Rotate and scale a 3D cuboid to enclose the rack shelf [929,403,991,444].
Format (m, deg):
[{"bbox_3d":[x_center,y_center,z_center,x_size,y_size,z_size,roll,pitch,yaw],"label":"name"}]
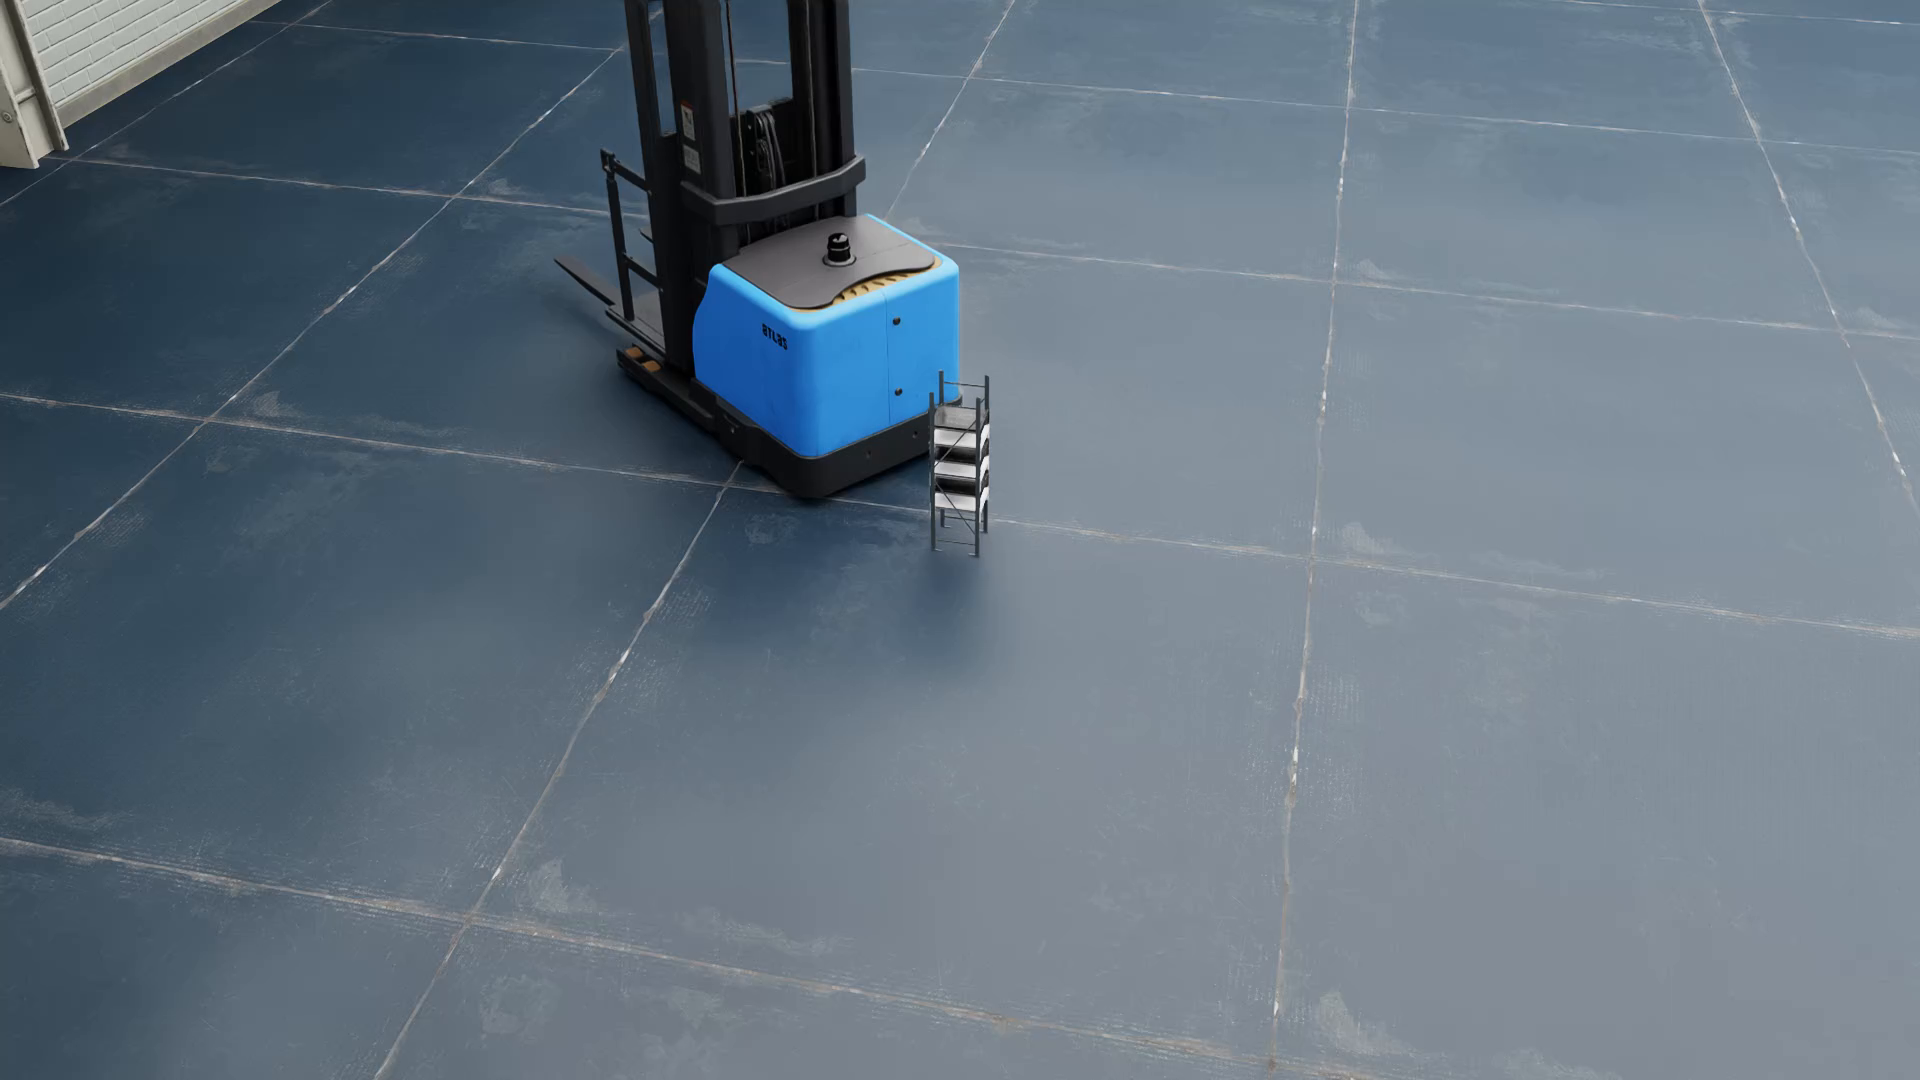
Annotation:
[{"bbox_3d":[-0.002,-0.551,7.841,0.258,0.077,0.200,7,37,10],"label":"rack shelf"}]

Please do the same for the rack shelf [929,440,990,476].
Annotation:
[{"bbox_3d":[-0.002,-0.406,7.946,0.258,0.077,0.200,7,37,10],"label":"rack shelf"}]

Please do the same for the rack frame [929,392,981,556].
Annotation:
[{"bbox_3d":[-0.023,-0.301,7.899,0.240,0.900,0.006,7,37,10],"label":"rack frame"}]

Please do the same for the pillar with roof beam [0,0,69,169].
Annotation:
[{"bbox_3d":[-2.536,-5.896,8.717,9.100,9.000,0.400,7,37,10],"label":"pillar with roof beam"}]

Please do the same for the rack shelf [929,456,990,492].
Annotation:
[{"bbox_3d":[-0.002,-0.333,7.999,0.258,0.077,0.200,7,37,10],"label":"rack shelf"}]

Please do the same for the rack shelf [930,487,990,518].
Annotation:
[{"bbox_3d":[-0.002,-0.187,8.105,0.258,0.077,0.200,7,37,10],"label":"rack shelf"}]

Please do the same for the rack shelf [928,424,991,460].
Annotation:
[{"bbox_3d":[-0.002,-0.478,7.893,0.258,0.077,0.200,7,37,10],"label":"rack shelf"}]

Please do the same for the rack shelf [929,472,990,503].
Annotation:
[{"bbox_3d":[-0.002,-0.260,8.052,0.258,0.077,0.200,7,37,10],"label":"rack shelf"}]

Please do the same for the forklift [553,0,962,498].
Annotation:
[{"bbox_3d":[-1.307,-2.199,8.787,1.130,2.935,3.031,-25,43,-31],"label":"forklift"}]

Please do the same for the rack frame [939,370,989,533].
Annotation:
[{"bbox_3d":[0.020,-0.418,8.060,0.240,0.900,0.006,7,37,10],"label":"rack frame"}]

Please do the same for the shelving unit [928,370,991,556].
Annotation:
[{"bbox_3d":[-0.002,-0.360,7.980,0.258,0.900,0.210,7,37,10],"label":"shelving unit"}]
